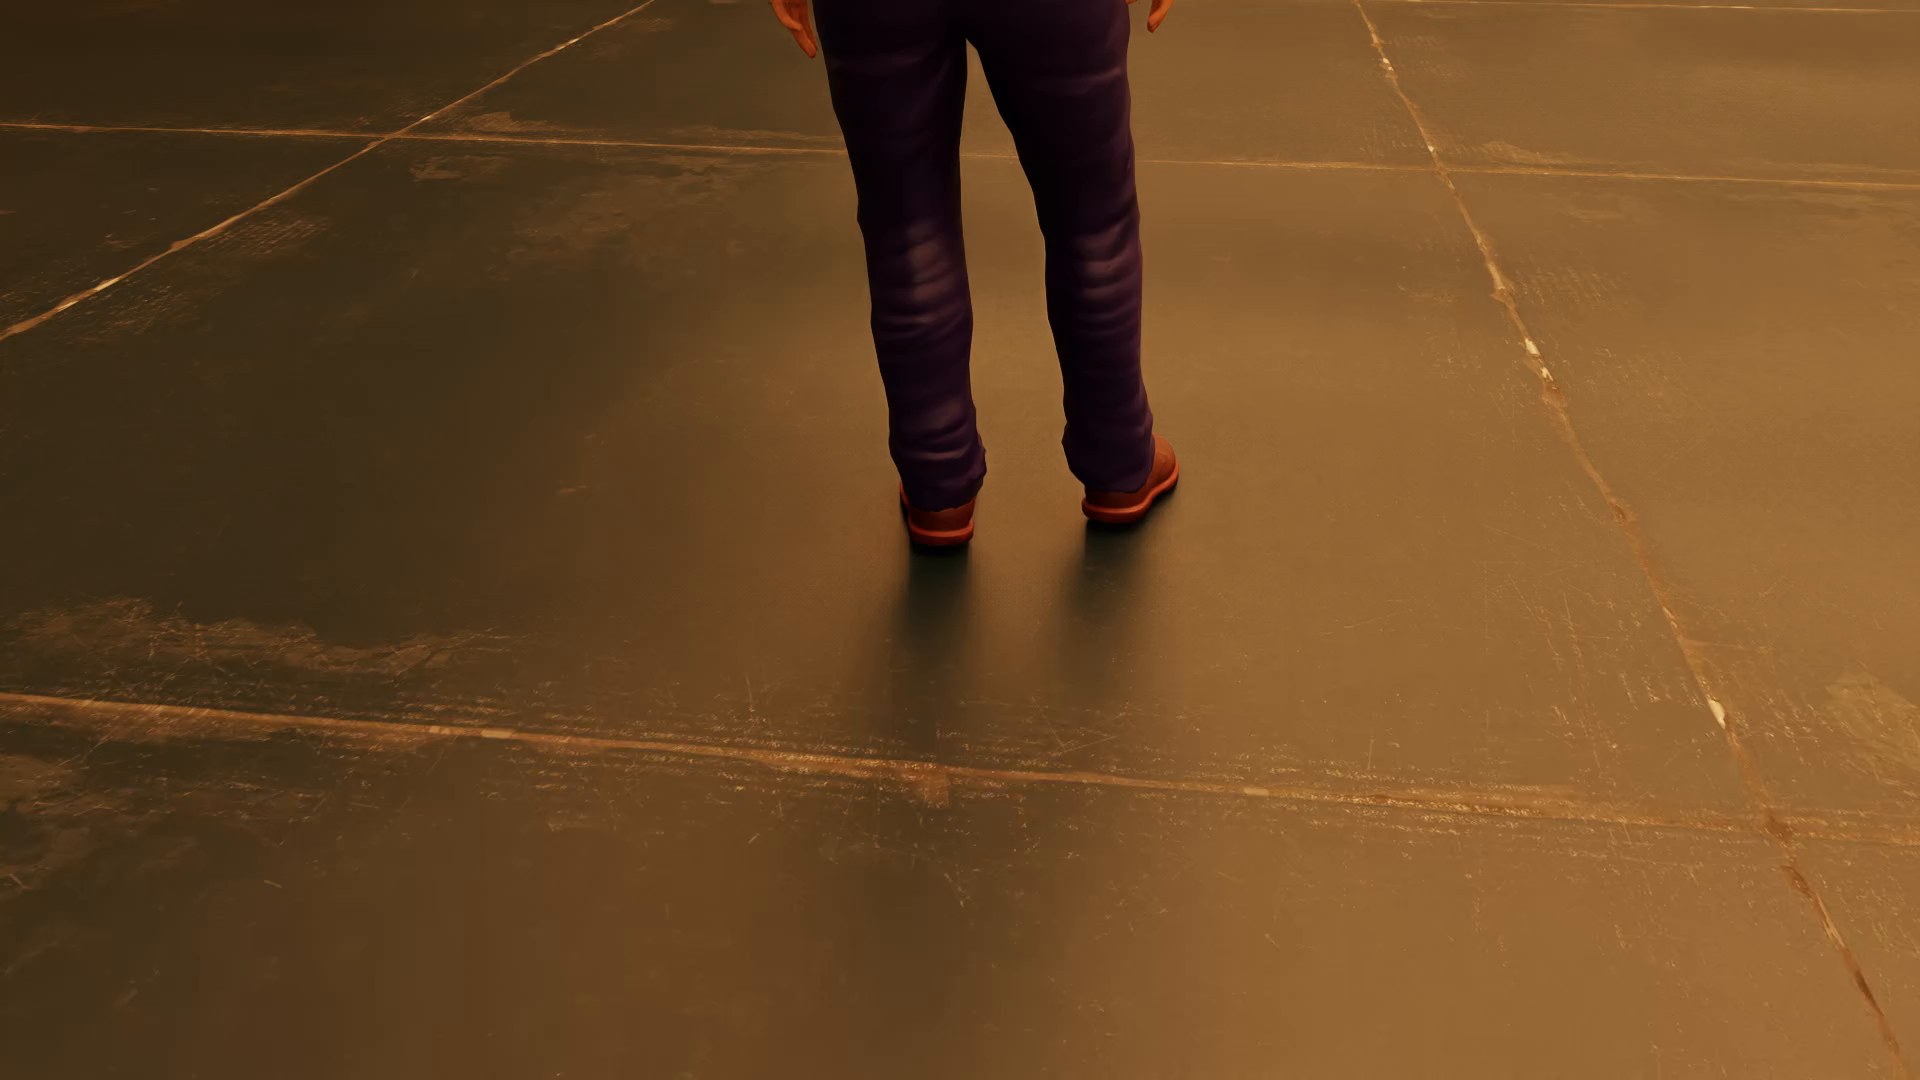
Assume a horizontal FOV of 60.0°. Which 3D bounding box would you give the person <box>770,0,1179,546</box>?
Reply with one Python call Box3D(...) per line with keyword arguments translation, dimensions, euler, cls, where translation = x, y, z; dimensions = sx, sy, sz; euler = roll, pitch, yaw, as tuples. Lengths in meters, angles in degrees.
Box3D(translation=(0.035, -0.782, 2.207), dimensions=(0.598, 1.651, 0.502), euler=(3, 27, 7), cls="person")
